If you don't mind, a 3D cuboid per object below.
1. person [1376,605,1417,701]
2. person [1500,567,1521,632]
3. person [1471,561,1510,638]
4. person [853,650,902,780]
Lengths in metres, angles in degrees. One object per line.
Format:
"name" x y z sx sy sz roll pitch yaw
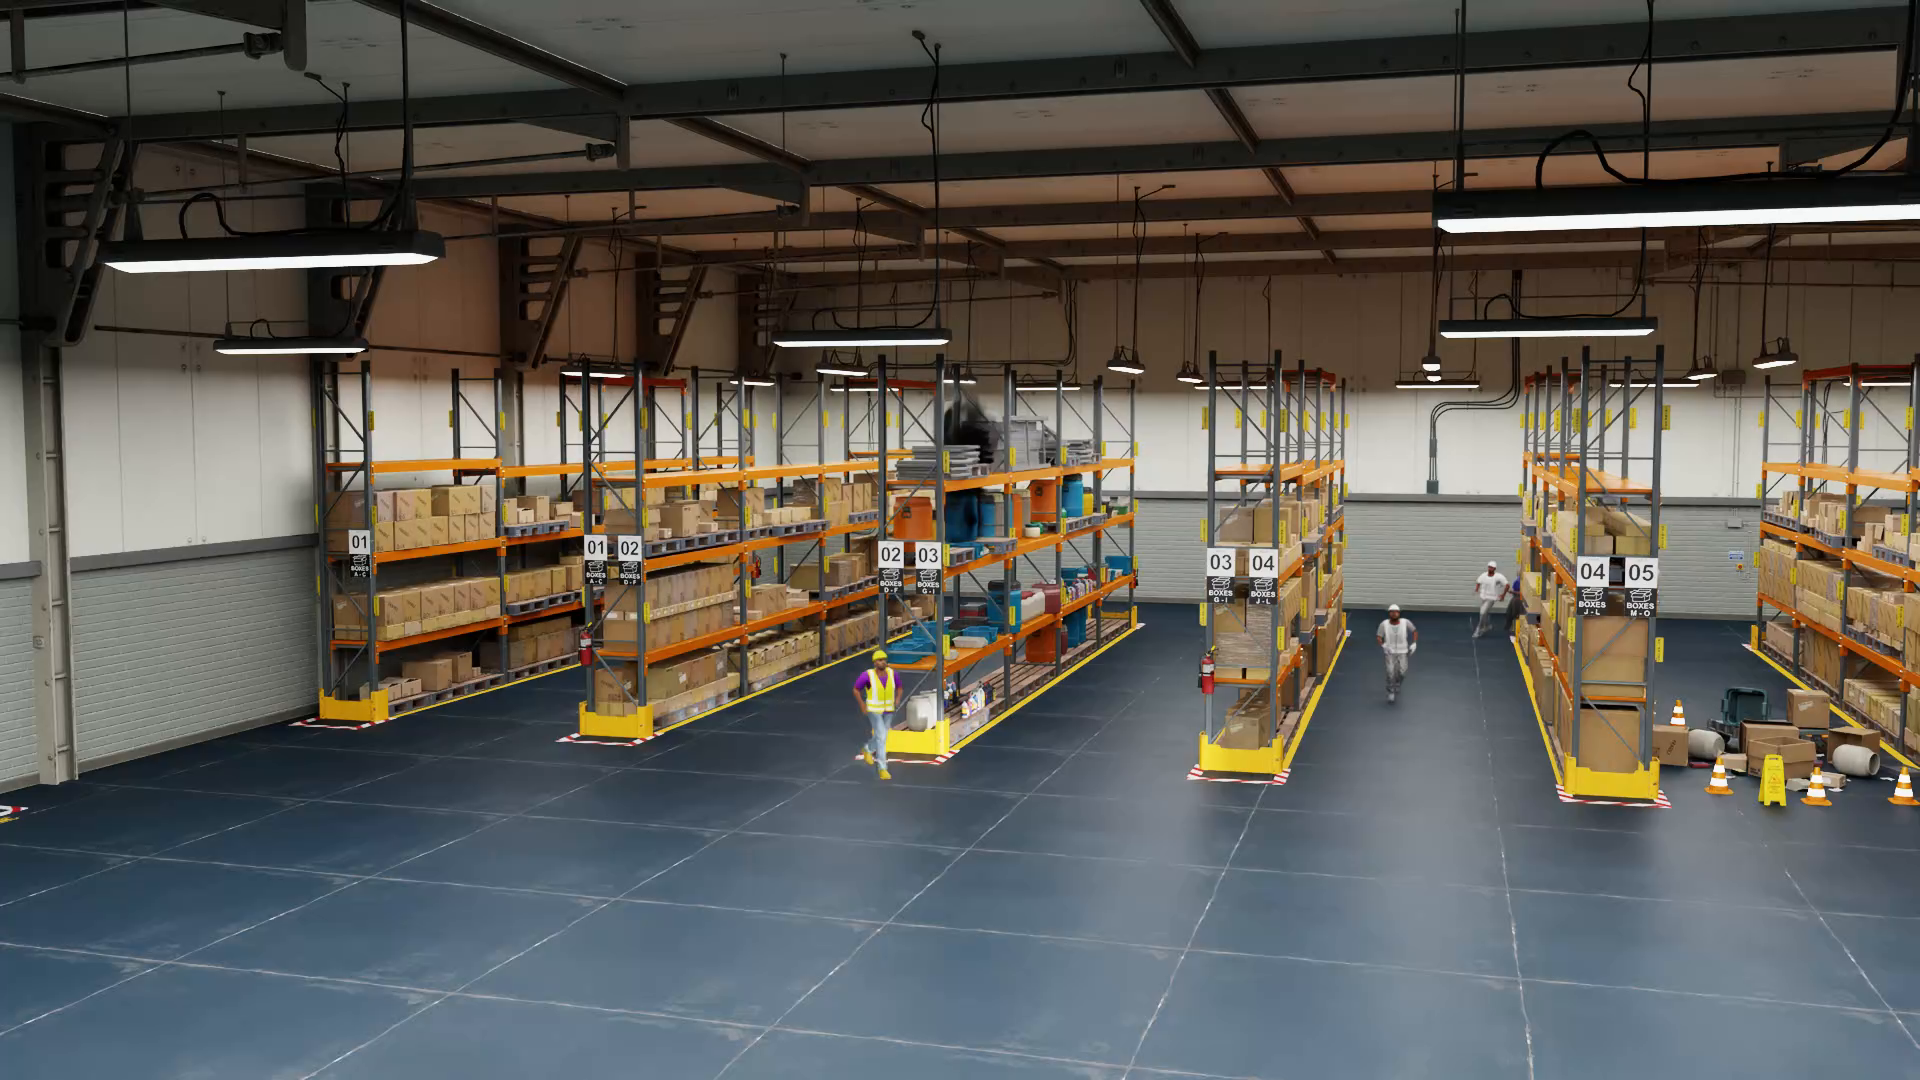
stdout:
"person" 7.776 2.019 29.628 0.721 1.734 0.651 1 4 13
"person" 13.067 1.423 39.125 0.685 1.625 0.719 2 4 21
"person" 12.261 1.380 38.576 0.834 1.780 0.760 -3 5 -35
"person" -1.141 2.432 23.549 0.707 1.778 0.886 -3 5 -31
